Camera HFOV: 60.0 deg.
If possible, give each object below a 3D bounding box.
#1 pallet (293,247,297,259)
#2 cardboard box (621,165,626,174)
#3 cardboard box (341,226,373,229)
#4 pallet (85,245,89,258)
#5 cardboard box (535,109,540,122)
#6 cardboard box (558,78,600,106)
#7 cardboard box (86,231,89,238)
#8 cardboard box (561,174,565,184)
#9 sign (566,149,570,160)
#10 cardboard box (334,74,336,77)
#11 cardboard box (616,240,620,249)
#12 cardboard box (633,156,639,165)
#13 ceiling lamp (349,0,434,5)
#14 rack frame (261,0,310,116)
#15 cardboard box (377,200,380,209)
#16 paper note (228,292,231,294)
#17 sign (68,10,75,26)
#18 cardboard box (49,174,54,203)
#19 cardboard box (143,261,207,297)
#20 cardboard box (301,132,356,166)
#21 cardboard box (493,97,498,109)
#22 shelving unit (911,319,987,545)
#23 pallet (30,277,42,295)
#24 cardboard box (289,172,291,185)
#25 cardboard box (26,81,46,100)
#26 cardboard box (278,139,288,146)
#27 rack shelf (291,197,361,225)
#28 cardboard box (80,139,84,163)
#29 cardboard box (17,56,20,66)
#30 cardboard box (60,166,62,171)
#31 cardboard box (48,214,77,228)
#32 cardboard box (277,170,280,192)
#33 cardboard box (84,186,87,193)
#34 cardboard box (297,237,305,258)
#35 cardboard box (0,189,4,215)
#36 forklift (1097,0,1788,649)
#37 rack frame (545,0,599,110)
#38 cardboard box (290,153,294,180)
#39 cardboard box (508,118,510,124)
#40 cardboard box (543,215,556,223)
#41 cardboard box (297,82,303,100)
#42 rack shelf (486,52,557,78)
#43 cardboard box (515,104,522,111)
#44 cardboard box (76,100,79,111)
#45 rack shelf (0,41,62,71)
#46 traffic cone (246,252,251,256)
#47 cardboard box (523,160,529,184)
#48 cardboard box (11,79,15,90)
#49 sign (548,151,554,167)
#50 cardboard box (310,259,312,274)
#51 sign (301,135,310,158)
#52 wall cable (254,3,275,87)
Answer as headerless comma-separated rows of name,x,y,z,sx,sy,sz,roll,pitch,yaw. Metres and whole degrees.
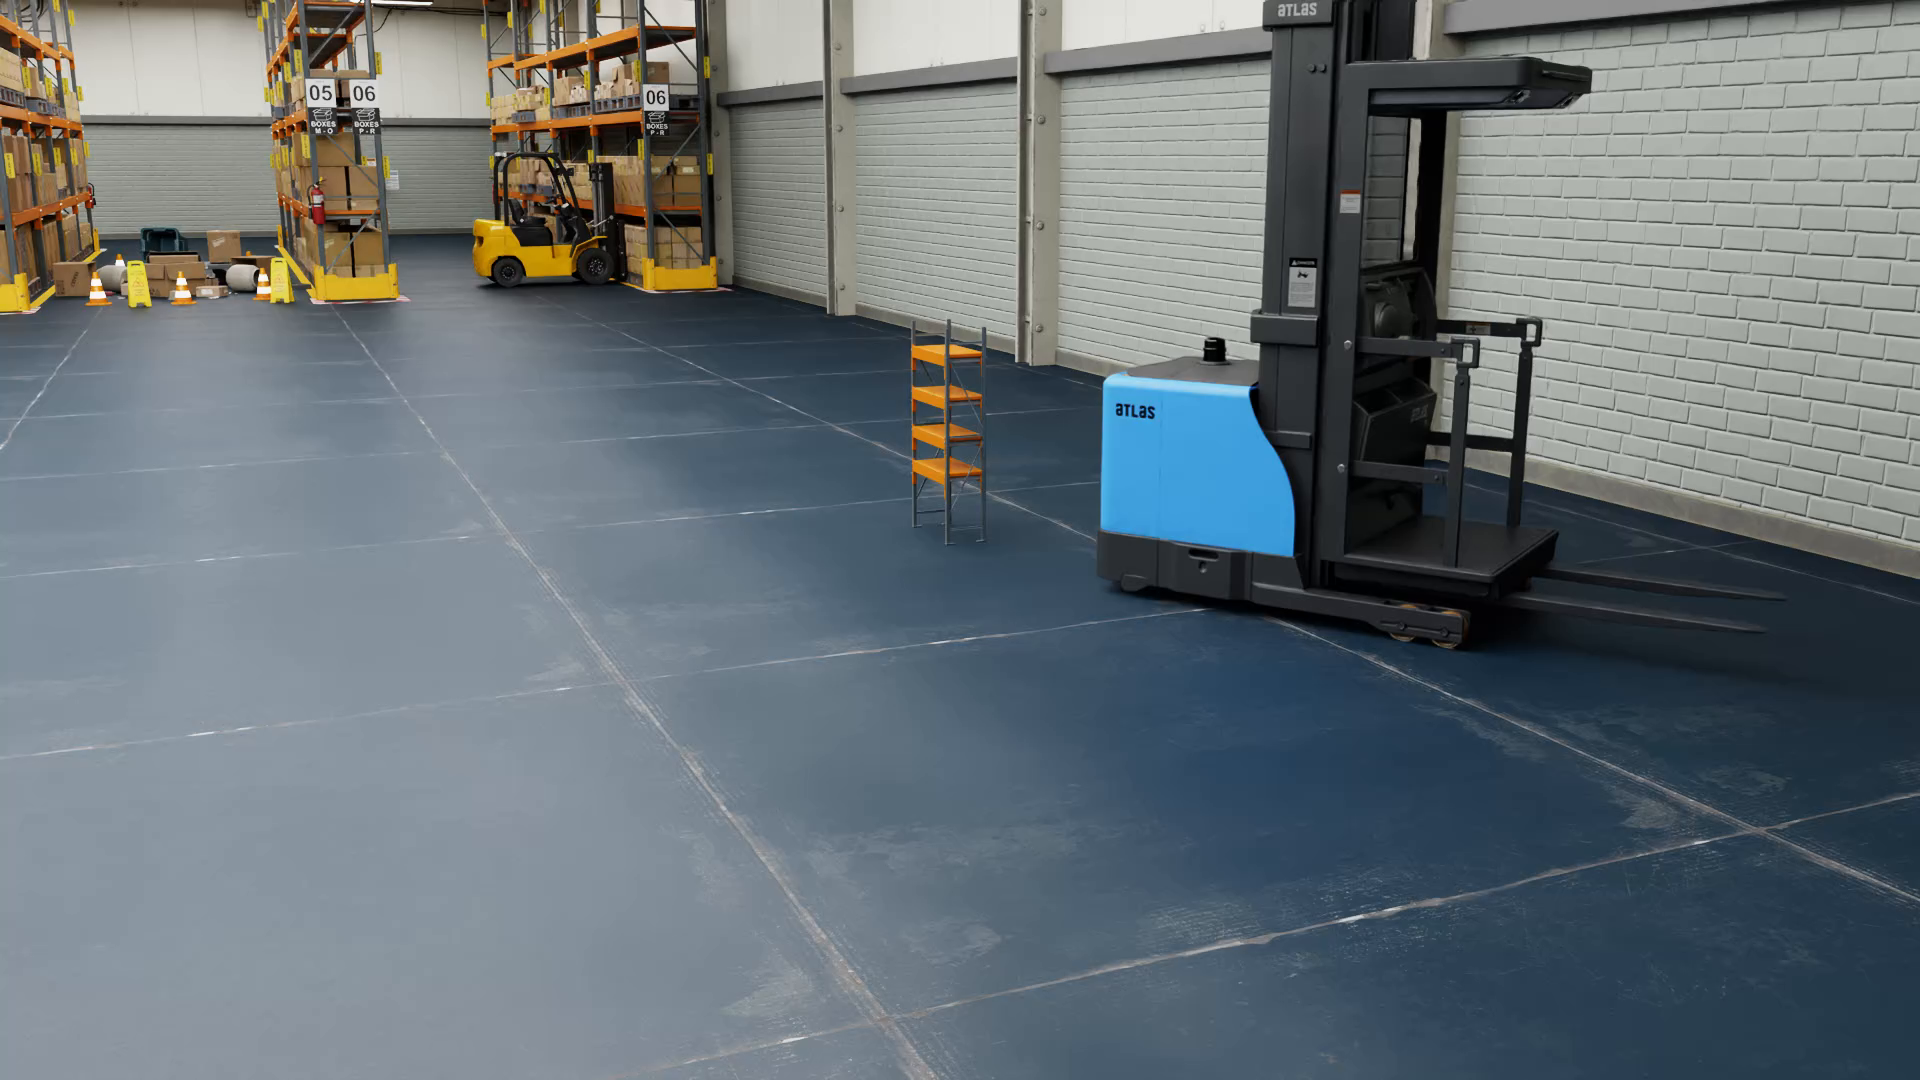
pallet,-13.531,-6.082,35.179,1.003,0.211,1.213,-6,14,-23
cardboard box,-5.487,-6.237,28.004,0.380,0.149,0.250,-6,14,-23
cardboard box,-10.016,-4.967,27.684,0.500,0.500,0.500,-5,14,-22
pallet,-19.198,-6.154,35.493,1.003,0.211,1.213,-6,14,-23
cardboard box,-8.591,-8.895,34.831,0.500,0.250,0.500,-6,14,-23
cardboard box,-7.400,-8.712,32.332,0.700,0.500,0.500,-6,14,-24
cardboard box,-19.104,-6.616,36.033,0.380,0.149,0.250,-5,14,-22
cardboard box,-7.607,-7.169,32.915,0.500,0.250,0.500,-5,14,-21
sign,-8.855,-8.657,37.553,0.100,0.325,0.005,-6,14,-23
cardboard box,-9.638,-7.250,26.179,0.380,0.149,0.250,-5,14,-22
cardboard box,-5.651,-5.057,28.624,0.500,0.250,0.500,-6,14,-23
cardboard box,-5.149,-6.227,27.303,0.380,0.149,0.250,-5,14,-22
ceiling lamp,-14.172,-14.978,41.184,2.000,3.185,0.800,-6,14,-23
rack frame,-15.511,-11.342,38.418,1.000,3.000,0.127,-6,14,-23
cardboard box,-9.195,-5.193,25.712,0.380,0.149,0.250,-6,14,-25
paper note,-11.508,-3.866,26.032,0.148,0.019,0.142,-1,13,-4
sign,-19.490,-11.452,36.471,0.100,0.325,0.005,-6,14,-23
cardboard box,-15.977,-6.072,28.730,0.500,0.500,0.500,-6,14,-24
cardboard box,-12.125,-4.032,25.673,0.637,0.503,0.797,6,14,26
cardboard box,-9.507,-5.880,25.025,0.700,0.500,0.500,-6,14,-24
cardboard box,-10.831,-10.424,39.668,0.500,0.250,0.500,-6,14,-23
shelving unit,-0.066,-0.619,9.382,0.258,1.200,0.503,-6,14,-23
pallet,-14.967,-3.949,25.966,1.003,0.211,1.213,-6,14,-23
cardboard box,-12.734,-7.014,32.247,0.500,0.250,0.500,-6,14,-23
cardboard box,-16.108,-7.781,28.728,0.500,0.311,0.500,-6,14,-23
cardboard box,-14.324,-8.480,35.477,0.380,0.149,0.250,-6,14,-24
rack shelf,-11.506,-6.003,30.249,1.077,0.370,4.000,-6,14,-23
cardboard box,-19.595,-8.560,36.603,0.500,0.500,0.500,-6,14,-24
cardboard box,-14.761,-7.406,25.700,0.380,0.149,0.250,-6,14,-23
cardboard box,-17.749,-7.268,32.428,0.380,0.149,0.250,-6,14,-23
cardboard box,-17.874,-6.346,33.086,0.500,0.250,0.500,-6,14,-24
cardboard box,-15.167,-8.134,37.641,0.500,0.500,0.500,-6,14,-23
cardboard box,-19.617,-7.787,36.920,0.380,0.149,0.250,-6,14,-23
cardboard box,-12.090,-5.573,31.694,0.950,0.372,0.625,-7,15,-27
cardboard box,-13.787,-4.791,23.086,0.875,0.550,0.550,-6,14,-23
forklift,2.193,-1.087,7.566,3.031,2.935,1.130,8,15,32
rack frame,-7.760,-10.138,33.217,1.000,3.000,0.127,-6,14,-23
cardboard box,-12.339,-7.051,31.369,0.500,0.500,0.500,-6,14,-25
cardboard box,-10.253,-9.696,38.517,0.380,0.149,0.250,-5,14,-22
cardboard box,-8.696,-6.874,35.592,0.380,0.149,0.250,-6,14,-26
cardboard box,-9.967,-6.939,25.719,0.500,0.250,0.500,-5,14,-21
rack shelf,-10.164,-11.026,38.655,1.077,0.370,4.000,-6,14,-23
cardboard box,-9.535,-9.480,36.429,0.380,0.149,0.250,-5,14,-22
cardboard box,-19.589,-9.511,36.383,0.500,0.250,0.500,-6,14,-25
rack shelf,-17.603,-9.089,31.166,1.077,0.370,4.000,-6,14,-23
traffic cone,-12.484,-4.834,29.229,0.336,0.463,0.334,-6,14,-23
cardboard box,-9.166,-8.068,36.424,0.700,0.500,0.500,-5,14,-22
cardboard box,-14.249,-6.755,24.655,0.380,0.149,0.250,-6,14,-23
sign,-8.254,-7.690,33.552,0.100,0.325,0.005,-6,14,-23
cardboard box,-10.491,-4.549,27.541,0.500,0.250,0.500,-5,14,-20
sign,-9.619,-5.786,24.447,0.100,0.325,0.005,-6,14,-23
wall cable,-18.048,-12.492,43.386,0.463,3.000,0.029,-6,14,-23
